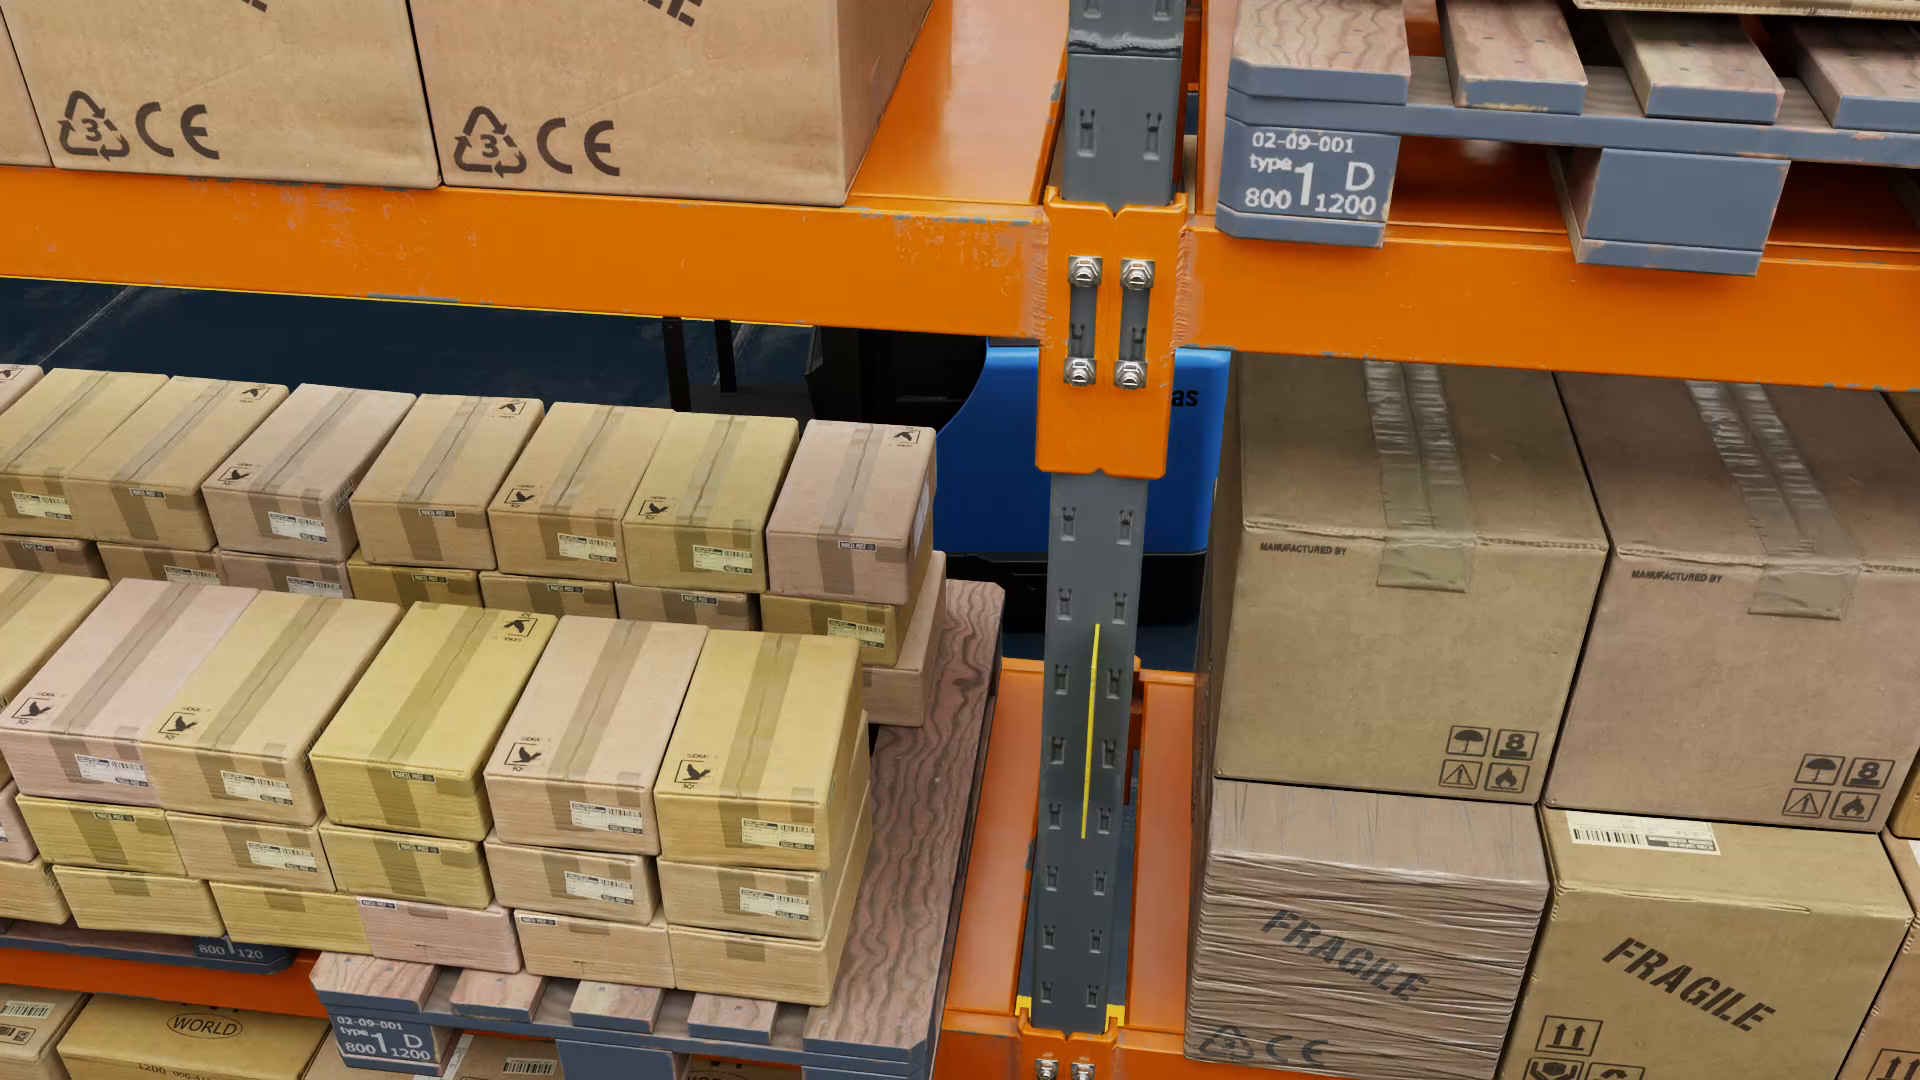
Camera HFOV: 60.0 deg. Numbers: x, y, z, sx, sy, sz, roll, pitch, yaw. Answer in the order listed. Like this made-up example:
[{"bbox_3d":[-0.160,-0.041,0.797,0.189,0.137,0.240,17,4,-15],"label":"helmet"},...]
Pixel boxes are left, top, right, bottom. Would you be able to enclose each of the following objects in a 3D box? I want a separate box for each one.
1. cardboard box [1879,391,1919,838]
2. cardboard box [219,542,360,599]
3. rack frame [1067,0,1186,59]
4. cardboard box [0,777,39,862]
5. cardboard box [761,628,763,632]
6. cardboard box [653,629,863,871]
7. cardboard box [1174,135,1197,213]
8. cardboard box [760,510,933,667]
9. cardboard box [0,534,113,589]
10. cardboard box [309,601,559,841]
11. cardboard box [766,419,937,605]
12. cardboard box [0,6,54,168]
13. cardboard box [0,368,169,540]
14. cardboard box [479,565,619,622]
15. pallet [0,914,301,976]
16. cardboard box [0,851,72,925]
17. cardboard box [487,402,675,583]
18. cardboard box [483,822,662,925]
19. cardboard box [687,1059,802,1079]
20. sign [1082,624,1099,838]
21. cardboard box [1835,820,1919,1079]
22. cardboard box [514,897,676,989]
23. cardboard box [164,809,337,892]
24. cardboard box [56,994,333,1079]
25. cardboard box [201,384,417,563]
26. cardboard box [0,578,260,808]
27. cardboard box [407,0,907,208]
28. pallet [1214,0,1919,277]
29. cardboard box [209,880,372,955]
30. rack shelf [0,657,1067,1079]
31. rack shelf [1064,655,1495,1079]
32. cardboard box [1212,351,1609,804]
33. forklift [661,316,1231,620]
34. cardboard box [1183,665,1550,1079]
[{"bbox_3d":[1.699,0.064,2.632,0.500,0.500,0.700,4,36,5],"label":"cardboard box"},{"bbox_3d":[-1.241,-0.016,3.289,0.250,0.149,0.380,4,36,6],"label":"cardboard box"},{"bbox_3d":[0.245,-2.043,1.366,0.127,3.000,1.000,4,36,6],"label":"rack frame"},{"bbox_3d":[-1.583,0.341,2.789,0.250,0.149,0.380,5,36,7],"label":"cardboard box"},{"bbox_3d":[-0.440,0.161,3.297,0.250,0.149,0.380,6,36,8],"label":"cardboard box"},{"bbox_3d":[-0.300,0.316,2.567,0.250,0.149,0.380,3,36,4],"label":"cardboard box"},{"bbox_3d":[1.334,-1.514,7.690,0.625,0.372,0.950,2,36,3],"label":"cardboard box"},{"bbox_3d":[-0.209,0.058,3.185,0.250,0.149,0.380,6,36,8],"label":"cardboard box"},{"bbox_3d":[-1.755,-0.054,3.343,0.250,0.149,0.380,6,36,8],"label":"cardboard box"},{"bbox_3d":[-0.809,0.277,2.622,0.250,0.149,0.380,5,36,7],"label":"cardboard box"},{"bbox_3d":[-0.194,-0.058,3.092,0.250,0.149,0.380,4,36,6],"label":"cardboard box"},{"bbox_3d":[-1.347,-0.827,2.159,0.500,0.500,0.500,4,36,6],"label":"cardboard box"},{"bbox_3d":[-1.740,-0.174,3.255,0.250,0.149,0.380,4,36,5],"label":"cardboard box"},{"bbox_3d":[-0.744,0.021,3.237,0.250,0.149,0.380,3,36,4],"label":"cardboard box"},{"bbox_3d":[-1.724,0.354,3.336,1.213,0.211,1.003,4,36,6],"label":"pallet"},{"bbox_3d":[-1.575,0.461,2.877,0.250,0.149,0.380,5,36,7],"label":"cardboard box"},{"bbox_3d":[-0.699,-0.097,3.146,0.250,0.149,0.380,4,36,6],"label":"cardboard box"},{"bbox_3d":[-0.568,0.416,2.683,0.250,0.149,0.380,6,36,8],"label":"cardboard box"},{"bbox_3d":[-0.467,1.041,3.354,0.500,0.250,0.500,3,36,5],"label":"cardboard box"},{"bbox_3d":[0.185,0.273,2.356,0.005,0.325,0.100,4,36,6],"label":"sign"},{"bbox_3d":[1.660,0.621,2.712,0.500,0.500,0.500,4,36,6],"label":"cardboard box"},{"bbox_3d":[-0.549,0.539,2.767,0.250,0.149,0.380,4,36,6],"label":"cardboard box"},{"bbox_3d":[-1.078,0.380,2.735,0.250,0.149,0.380,4,36,6],"label":"cardboard box"},{"bbox_3d":[-1.472,0.963,3.463,0.500,0.250,0.500,5,36,7],"label":"cardboard box"},{"bbox_3d":[-1.230,-0.135,3.200,0.250,0.149,0.380,6,36,8],"label":"cardboard box"},{"bbox_3d":[-1.312,0.238,2.677,0.250,0.149,0.380,4,36,6],"label":"cardboard box"},{"bbox_3d":[-0.354,-0.758,2.062,0.500,0.500,0.500,4,36,6],"label":"cardboard box"},{"bbox_3d":[0.890,-0.728,2.268,1.003,0.211,1.213,6,36,8],"label":"pallet"},{"bbox_3d":[-1.051,0.500,2.822,0.250,0.149,0.380,4,36,5],"label":"cardboard box"},{"bbox_3d":[-1.739,0.544,3.525,4.000,0.370,1.077,4,36,6],"label":"rack shelf"},{"bbox_3d":[2.228,0.840,3.110,4.000,0.370,1.077,4,36,6],"label":"rack shelf"},{"bbox_3d":[0.689,-0.010,2.734,0.500,0.500,0.700,4,36,6],"label":"cardboard box"},{"bbox_3d":[-0.630,-1.193,5.398,3.031,2.935,1.130,0,36,0],"label":"forklift"},{"bbox_3d":[0.655,0.547,2.815,0.500,0.500,0.500,5,36,6],"label":"cardboard box"}]
